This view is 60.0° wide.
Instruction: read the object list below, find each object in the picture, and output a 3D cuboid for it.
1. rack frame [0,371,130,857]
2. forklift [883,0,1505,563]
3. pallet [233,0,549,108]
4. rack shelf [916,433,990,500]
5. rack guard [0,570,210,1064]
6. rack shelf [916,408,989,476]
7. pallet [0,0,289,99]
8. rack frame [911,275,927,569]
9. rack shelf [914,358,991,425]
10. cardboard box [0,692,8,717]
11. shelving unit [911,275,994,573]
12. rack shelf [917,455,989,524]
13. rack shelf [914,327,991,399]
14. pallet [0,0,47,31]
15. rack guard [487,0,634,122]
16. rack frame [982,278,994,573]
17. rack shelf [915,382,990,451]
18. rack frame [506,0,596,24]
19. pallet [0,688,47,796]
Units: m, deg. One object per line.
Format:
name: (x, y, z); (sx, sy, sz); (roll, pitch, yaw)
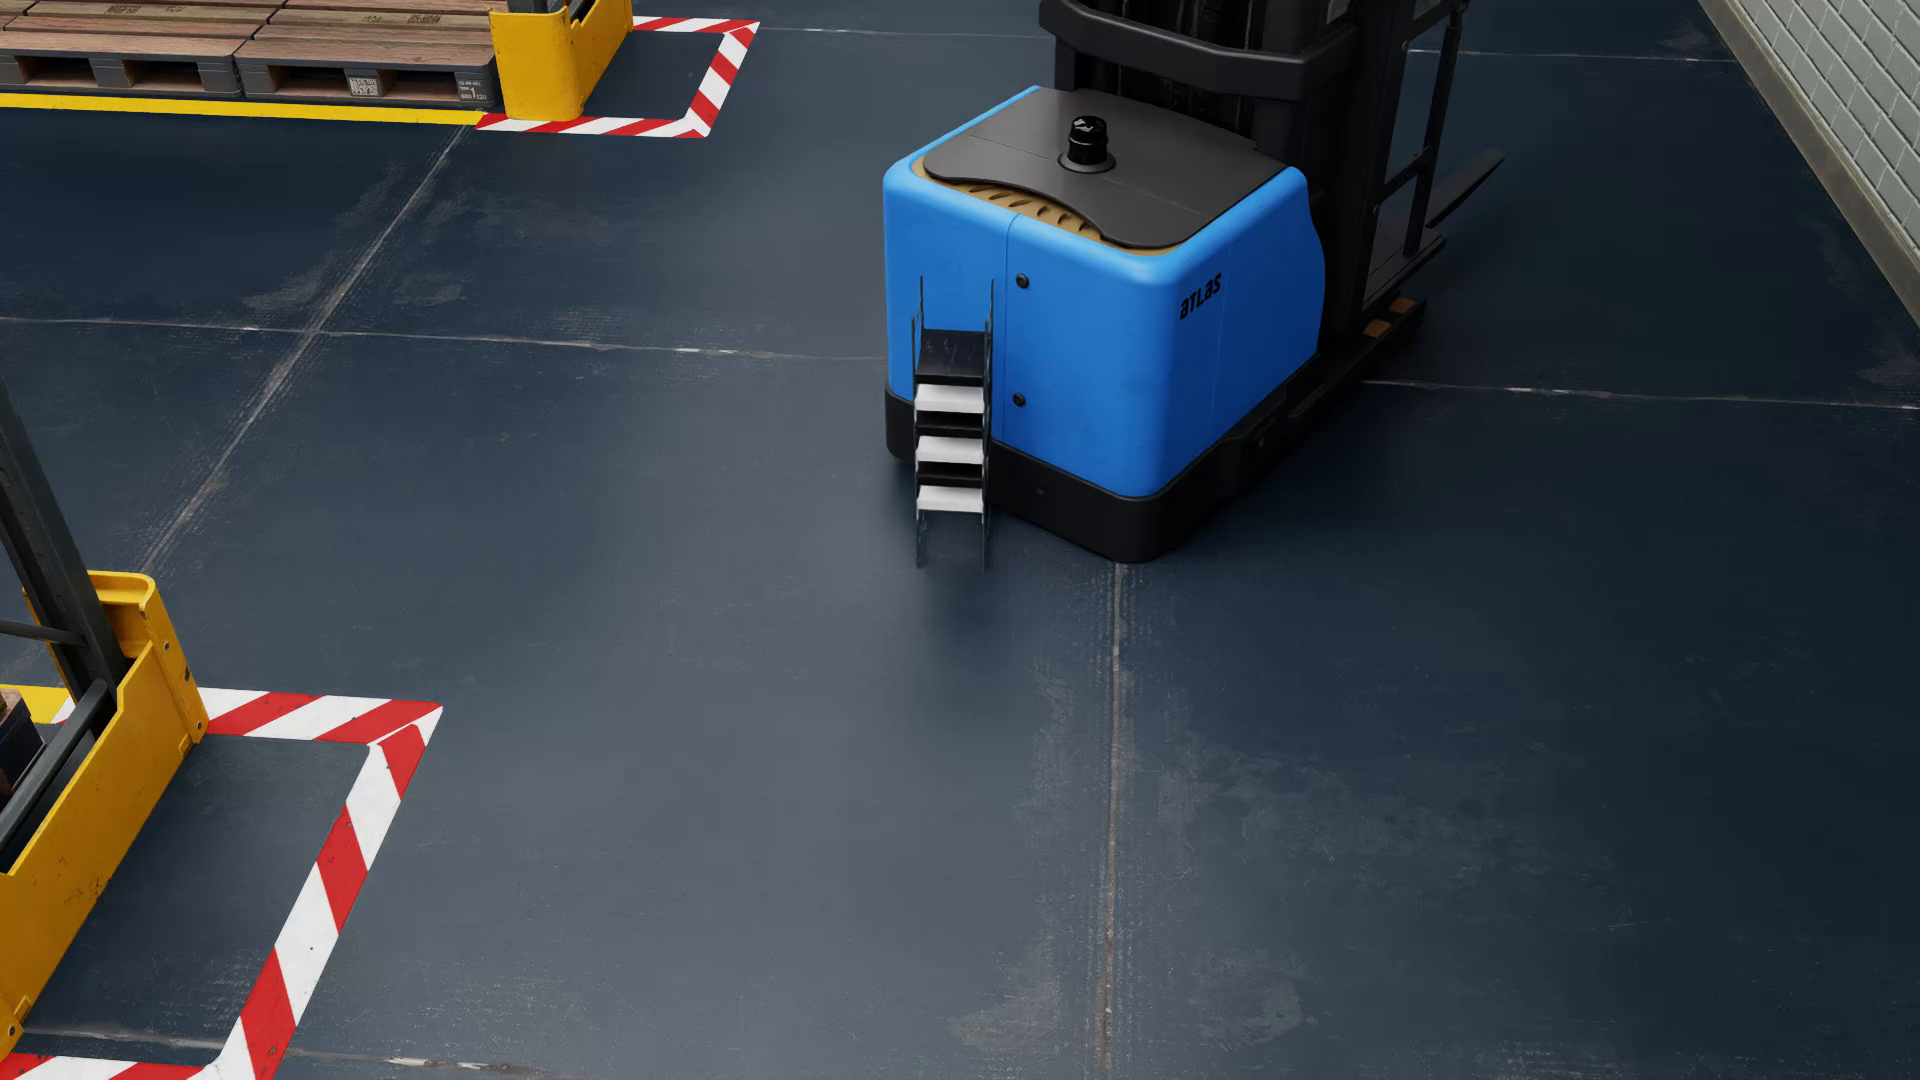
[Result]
rack frame: (-2.325, -0.326, 3.274); (0.127, 3.000, 1.000); (3, 39, 4)
forklift: (1.057, -1.941, 5.313); (1.130, 2.935, 3.031); (26, 46, 28)
pallet: (-2.716, -2.429, 8.067); (1.213, 0.211, 1.003); (3, 39, 4)
rack shelf: (-0.019, -0.232, 5.018); (0.200, 0.077, 0.258); (3, 39, 4)
rack guard: (-2.301, 0.645, 4.062); (0.348, 0.500, 1.175); (3, 39, 4)
rack shelf: (-0.019, -0.302, 4.961); (0.200, 0.077, 0.258); (3, 39, 4)
pallet: (-3.928, -2.497, 8.150); (1.213, 0.211, 1.003); (3, 39, 4)
rack frame: (-0.120, -0.334, 4.948); (0.006, 0.900, 0.240); (3, 39, 4)
rack shelf: (-0.019, -0.442, 4.848); (0.200, 0.077, 0.258); (3, 39, 4)
cardboard box: (-2.970, 0.351, 3.793); (0.875, 0.875, 0.875); (3, 39, 4)
shelving unit: (-0.019, -0.328, 4.940); (0.210, 0.900, 0.258); (3, 39, 4)
rack shelf: (-0.019, -0.163, 5.075); (0.200, 0.077, 0.258); (3, 39, 4)
rack shelf: (-0.019, -0.512, 4.791); (0.200, 0.077, 0.258); (3, 39, 4)
pallet: (-5.147, -2.562, 8.230); (1.213, 0.211, 1.003); (3, 39, 4)
rack guard: (-1.873, -2.478, 7.899); (0.348, 0.500, 1.175); (3, 39, 4)
rack frame: (0.082, -0.322, 4.933); (0.006, 0.900, 0.240); (3, 39, 4)
rack shelf: (-0.019, -0.372, 4.904); (0.200, 0.077, 0.258); (3, 39, 4)
rack frame: (-1.898, -3.441, 7.101); (0.127, 3.000, 1.000); (3, 39, 4)
pallet: (-3.128, 0.761, 4.148); (1.213, 0.211, 1.003); (3, 39, 4)
